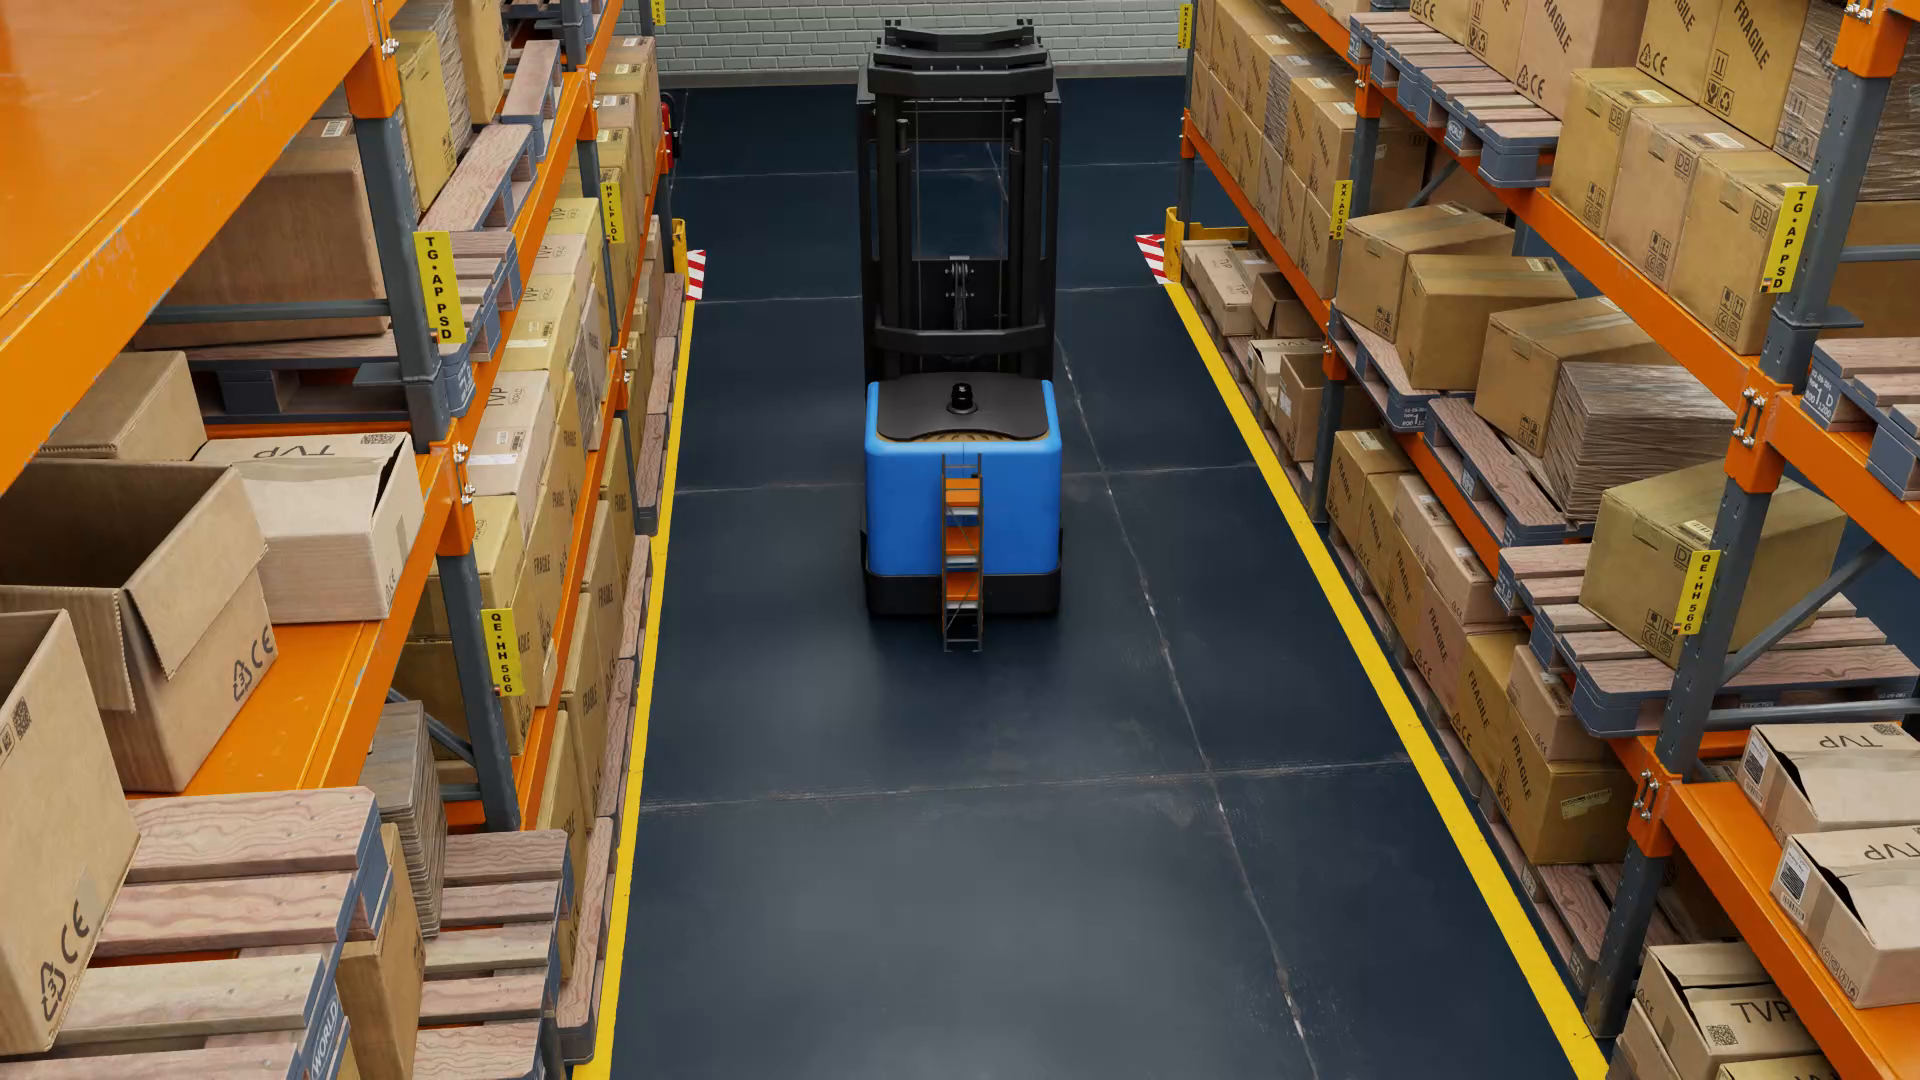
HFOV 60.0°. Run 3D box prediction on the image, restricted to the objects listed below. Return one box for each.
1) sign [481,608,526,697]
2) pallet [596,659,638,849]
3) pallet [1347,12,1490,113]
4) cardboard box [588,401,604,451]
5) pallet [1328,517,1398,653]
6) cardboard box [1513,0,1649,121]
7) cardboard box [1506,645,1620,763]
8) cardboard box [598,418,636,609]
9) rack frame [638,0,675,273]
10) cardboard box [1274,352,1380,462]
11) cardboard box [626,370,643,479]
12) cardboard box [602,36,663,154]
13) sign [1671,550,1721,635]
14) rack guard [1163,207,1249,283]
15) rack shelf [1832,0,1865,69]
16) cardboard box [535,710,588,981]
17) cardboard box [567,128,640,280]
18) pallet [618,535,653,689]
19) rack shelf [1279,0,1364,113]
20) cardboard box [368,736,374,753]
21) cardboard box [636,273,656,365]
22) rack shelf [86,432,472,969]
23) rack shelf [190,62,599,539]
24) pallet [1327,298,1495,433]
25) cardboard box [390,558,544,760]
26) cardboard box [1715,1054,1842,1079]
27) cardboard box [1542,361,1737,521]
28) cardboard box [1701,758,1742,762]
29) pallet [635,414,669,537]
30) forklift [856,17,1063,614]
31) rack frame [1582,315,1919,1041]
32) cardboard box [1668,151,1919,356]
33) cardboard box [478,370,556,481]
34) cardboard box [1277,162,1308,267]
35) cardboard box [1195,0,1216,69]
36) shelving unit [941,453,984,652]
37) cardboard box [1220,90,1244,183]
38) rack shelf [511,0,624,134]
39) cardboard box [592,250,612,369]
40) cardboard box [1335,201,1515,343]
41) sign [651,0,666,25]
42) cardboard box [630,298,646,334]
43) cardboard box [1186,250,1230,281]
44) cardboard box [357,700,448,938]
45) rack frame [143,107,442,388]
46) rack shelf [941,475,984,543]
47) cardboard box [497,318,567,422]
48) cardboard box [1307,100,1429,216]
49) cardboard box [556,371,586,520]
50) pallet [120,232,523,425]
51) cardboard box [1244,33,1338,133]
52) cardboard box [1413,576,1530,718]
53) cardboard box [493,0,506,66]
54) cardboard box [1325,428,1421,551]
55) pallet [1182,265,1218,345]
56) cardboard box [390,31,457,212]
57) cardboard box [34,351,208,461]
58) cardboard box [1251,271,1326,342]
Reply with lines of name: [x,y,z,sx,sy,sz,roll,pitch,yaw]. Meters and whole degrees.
sign: [-1.425,0.353,5.182,0.100,0.325,0.005,-3,31,-5]
pallet: [-2.074,1.016,7.842,1.003,0.211,1.213,-3,31,-5]
pallet: [2.584,-2.305,7.943,1.213,0.211,1.003,-3,31,-5]
cardboard box: [-1.915,-0.543,7.959,0.380,0.149,0.250,-3,31,-5]
pallet: [2.707,0.176,9.249,1.003,0.211,1.213,-3,31,-5]
cardboard box: [2.694,-2.047,6.722,0.600,0.600,0.600,-4,31,-7]
cardboard box: [2.636,0.675,6.972,0.500,0.250,0.500,-2,31,-3]
cardboard box: [-2.148,-0.127,8.724,0.750,0.750,0.750,-2,31,-4]
rack frame: [-2.712,-3.238,12.245,1.000,3.000,0.127,-3,31,-5]
cardboard box: [2.257,-0.828,10.219,0.500,0.500,0.500,-3,31,-5]
cardboard box: [-2.306,-0.689,10.007,0.700,0.500,0.500,-2,31,-4]
cardboard box: [-2.655,-3.106,11.733,0.980,0.700,0.700,-1,31,-2]
sign: [2.427,0.175,5.479,0.100,0.325,0.005,-3,31,-5]
rack guard: [2.226,-2.365,13.222,1.175,0.500,0.348,-3,31,-5]
rack shelf: [2.780,-2.508,6.266,1.077,0.370,4.000,-3,31,-5]
cardboard box: [-1.903,1.208,6.490,0.750,0.750,0.750,-3,31,-5]
cardboard box: [-2.436,-1.975,9.838,0.980,0.700,0.700,-4,31,-6]
pallet: [-2.191,0.392,8.888,1.003,0.211,1.213,-3,31,-5]
rack shelf: [2.406,-3.435,10.351,1.077,0.370,4.000,-3,31,-5]
cardboard box: [-1.903,0.511,4.810,0.380,0.149,0.250,-7,32,-11]
cardboard box: [-2.453,-1.480,11.330,0.700,0.500,0.500,-4,31,-6]
rack shelf: [-1.778,0.889,3.113,1.077,0.370,4.000,-3,31,-5]
rack shelf: [-2.152,-1.153,6.532,1.077,0.370,4.000,-3,31,-5]
pallet: [2.559,-0.939,8.584,1.003,0.211,1.213,-3,31,-5]
cardboard box: [-1.755,0.407,5.736,0.500,0.500,0.500,-2,31,-3]
cardboard box: [2.781,1.916,5.342,0.500,0.311,0.500,-3,31,-6]
cardboard box: [2.900,-0.408,7.001,0.700,0.500,0.500,3,31,5]
cardboard box: [3.154,0.979,7.195,0.500,0.500,0.500,-4,31,-6]
pallet: [-2.332,-0.390,10.197,1.003,0.211,1.213,-3,31,-5]
forklift: [-0.014,-1.579,9.535,1.130,2.935,3.031,-1,31,-1]
rack frame: [2.967,0.608,5.808,1.000,3.000,0.127,-3,31,-5]
cardboard box: [2.892,-0.944,5.383,0.910,0.500,0.500,-3,31,-5]
cardboard box: [-1.852,-0.428,6.403,0.500,0.250,0.500,-3,31,-4]
cardboard box: [2.241,-1.984,10.048,0.500,0.500,0.500,-2,31,-3]
cardboard box: [1.998,-3.710,11.963,0.500,0.500,0.500,-2,31,-3]
shelving unit: [0.011,0.075,8.601,0.215,1.050,0.252,-1,31,-1]
cardboard box: [2.096,-2.761,11.350,0.500,0.500,0.500,-3,31,-5]
rack shelf: [-2.525,-3.195,9.951,1.077,0.370,4.000,-3,31,-5]
cardboard box: [-2.045,-1.151,8.345,0.500,0.500,0.500,-3,31,-5]
cardboard box: [2.415,-1.405,8.670,0.700,0.500,0.500,-13,33,-21]
sign: [-2.171,-3.855,11.919,0.100,0.325,0.005,-3,31,-5]
cardboard box: [-2.206,-1.418,10.594,0.380,0.149,0.250,-4,31,-6]
cardboard box: [1.940,-2.091,12.660,0.380,0.166,0.250,-3,31,-5]
cardboard box: [-1.911,0.855,4.868,0.700,0.500,0.500,-6,31,-10]
rack frame: [-1.965,-1.729,3.869,1.000,3.000,0.127,-3,31,-5]
rack shelf: [0.011,-0.160,8.461,0.215,0.259,0.240,-1,31,-1]
cardboard box: [-1.906,-0.688,6.839,0.500,0.250,0.500,-3,31,-6]
cardboard box: [2.288,-2.152,9.356,0.500,0.500,0.500,-3,31,-4]
cardboard box: [-1.897,-0.379,7.053,0.500,0.500,0.500,-2,31,-3]
pallet: [-2.078,-0.686,5.232,1.213,0.211,1.003,-1,31,-2]
cardboard box: [2.145,-2.928,10.655,0.500,0.500,0.500,-3,31,-5]
cardboard box: [2.542,0.494,8.007,0.500,0.500,0.500,-4,31,-6]
cardboard box: [-2.366,-2.260,7.157,0.700,0.500,0.500,-4,31,-7]
cardboard box: [2.396,-0.292,9.322,0.500,0.500,0.500,-4,31,-7]
pallet: [2.302,-1.834,12.614,1.003,0.211,1.213,-3,31,-5]
cardboard box: [-2.208,-1.469,5.832,0.700,0.500,0.500,-1,31,-2]
cardboard box: [-2.127,-0.114,3.973,0.500,0.500,0.500,-3,31,-5]
cardboard box: [2.412,-1.511,11.359,0.797,0.503,0.637,-3,31,-5]
